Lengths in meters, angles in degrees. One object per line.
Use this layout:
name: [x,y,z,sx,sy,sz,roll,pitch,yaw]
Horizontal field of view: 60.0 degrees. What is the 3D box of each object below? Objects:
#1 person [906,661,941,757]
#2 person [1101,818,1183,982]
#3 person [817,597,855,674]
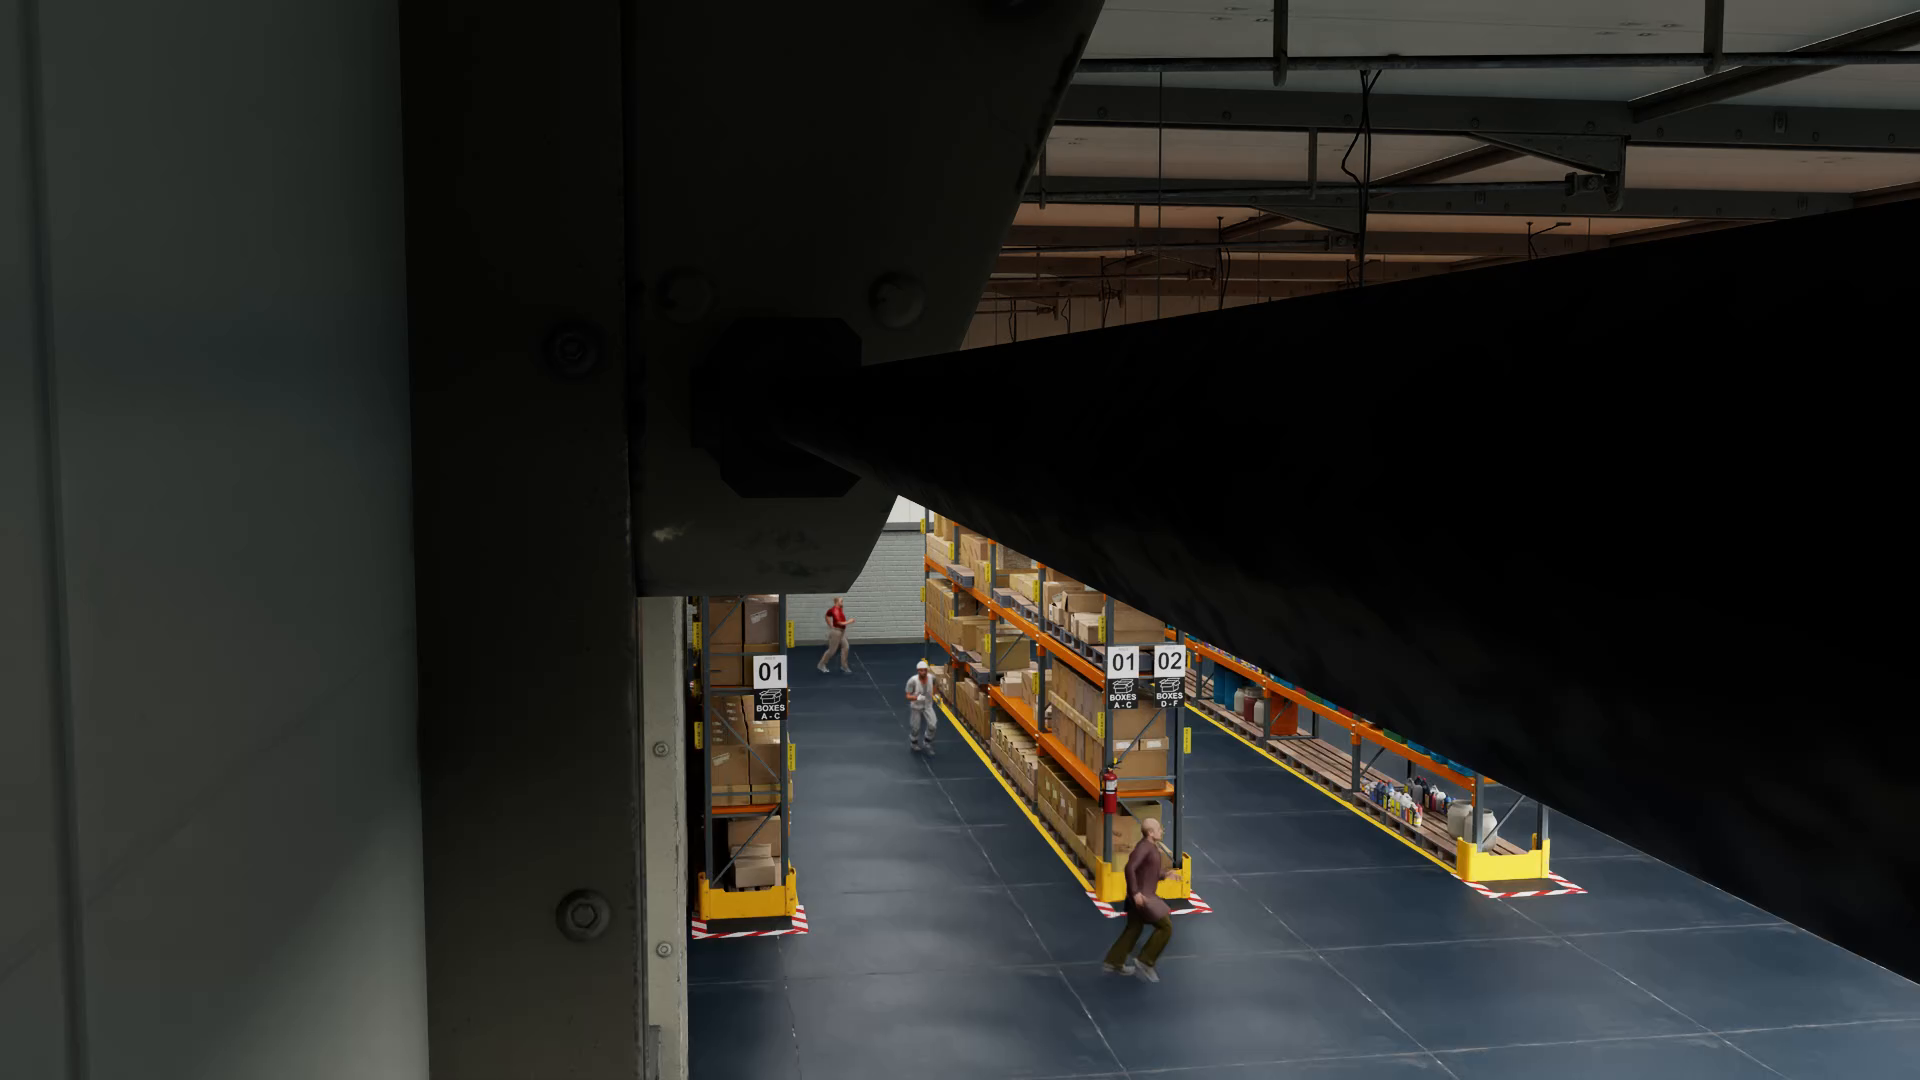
person: [-0.641,2.928,28.976,0.693,1.703,0.949,-1,5,-16]
person: [1.971,3.891,17.940,0.880,1.797,0.651,0,5,1]
person: [-2.793,2.173,37.495,0.886,1.792,0.644,0,5,-3]
